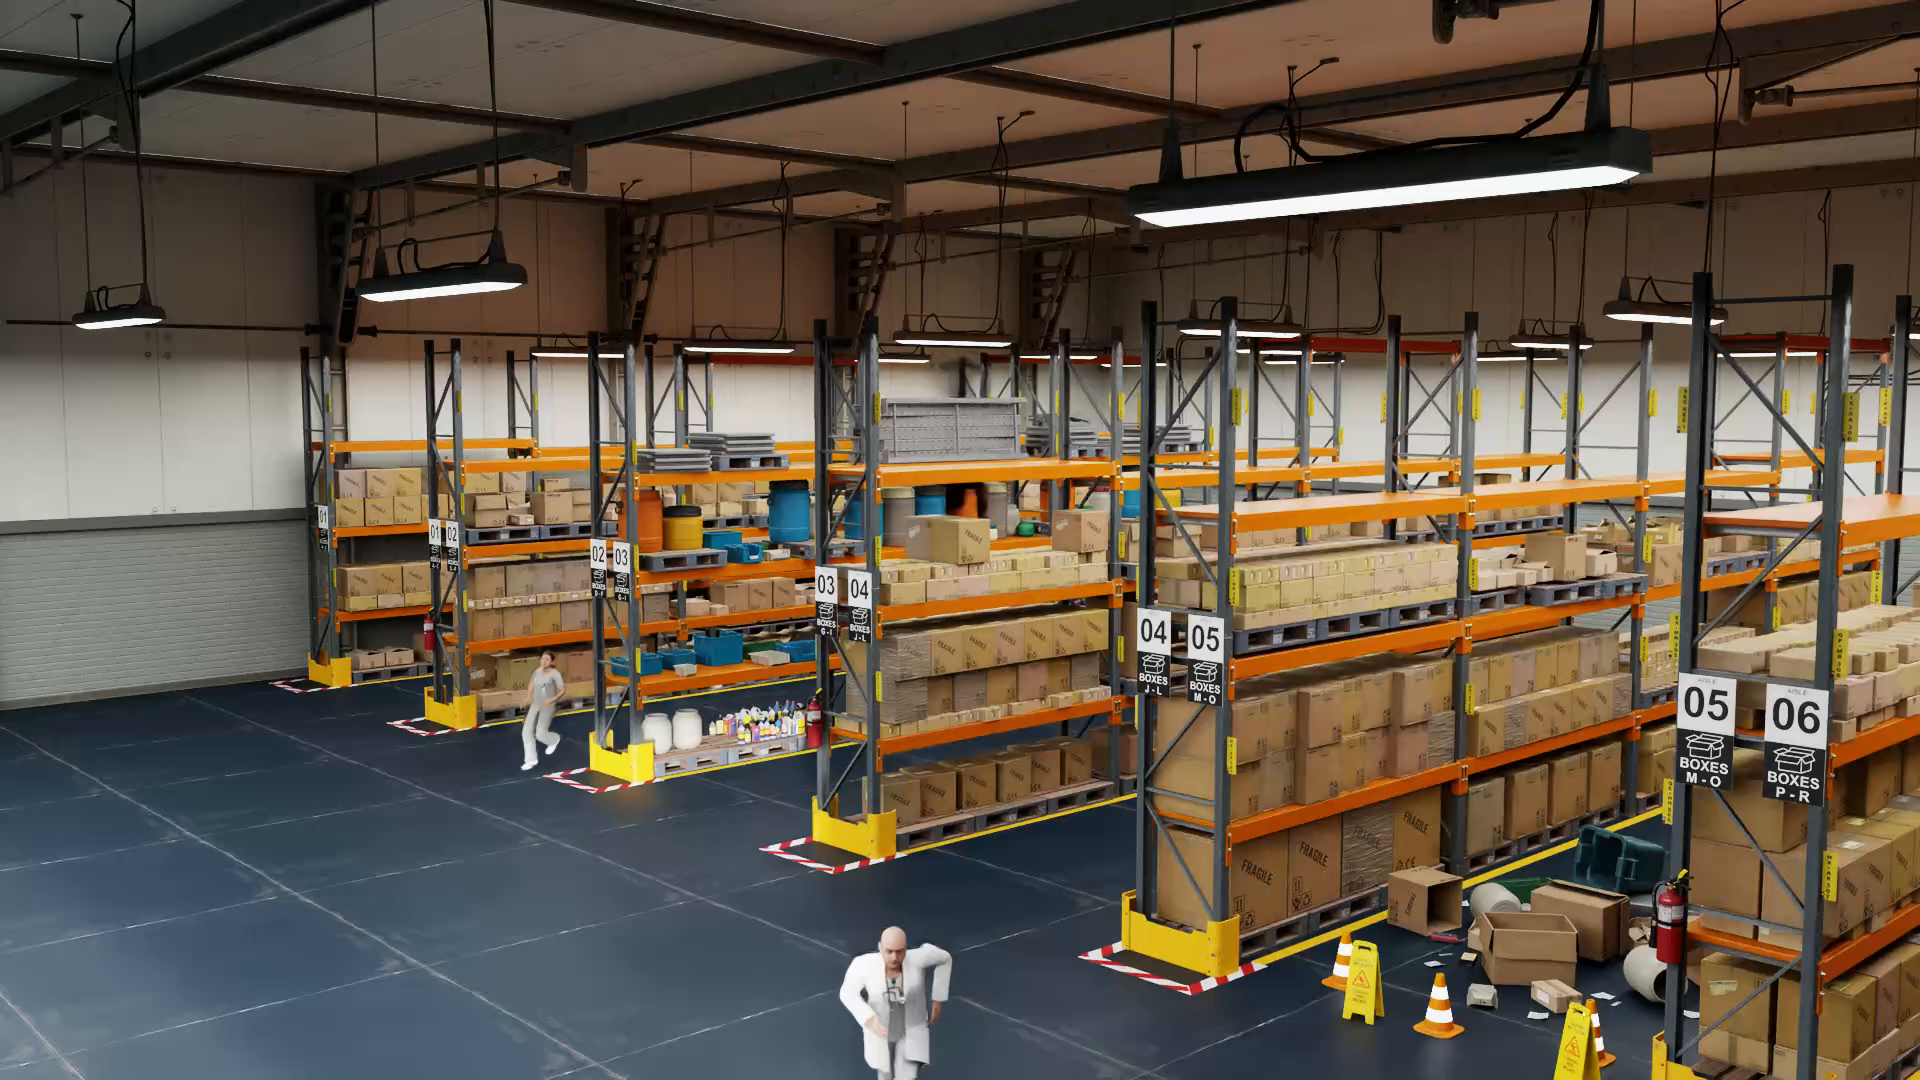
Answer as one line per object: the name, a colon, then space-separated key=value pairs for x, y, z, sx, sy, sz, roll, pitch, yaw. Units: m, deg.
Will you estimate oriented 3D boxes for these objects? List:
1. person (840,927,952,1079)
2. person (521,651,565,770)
person: x=-0.437 y=3.354 z=11.278 sx=0.755 sy=1.743 sz=1.064 roll=0 pitch=5 yaw=-4
person: x=-5.743 y=2.345 z=23.110 sx=0.610 sy=1.653 sz=0.736 roll=2 pitch=5 yaw=22
